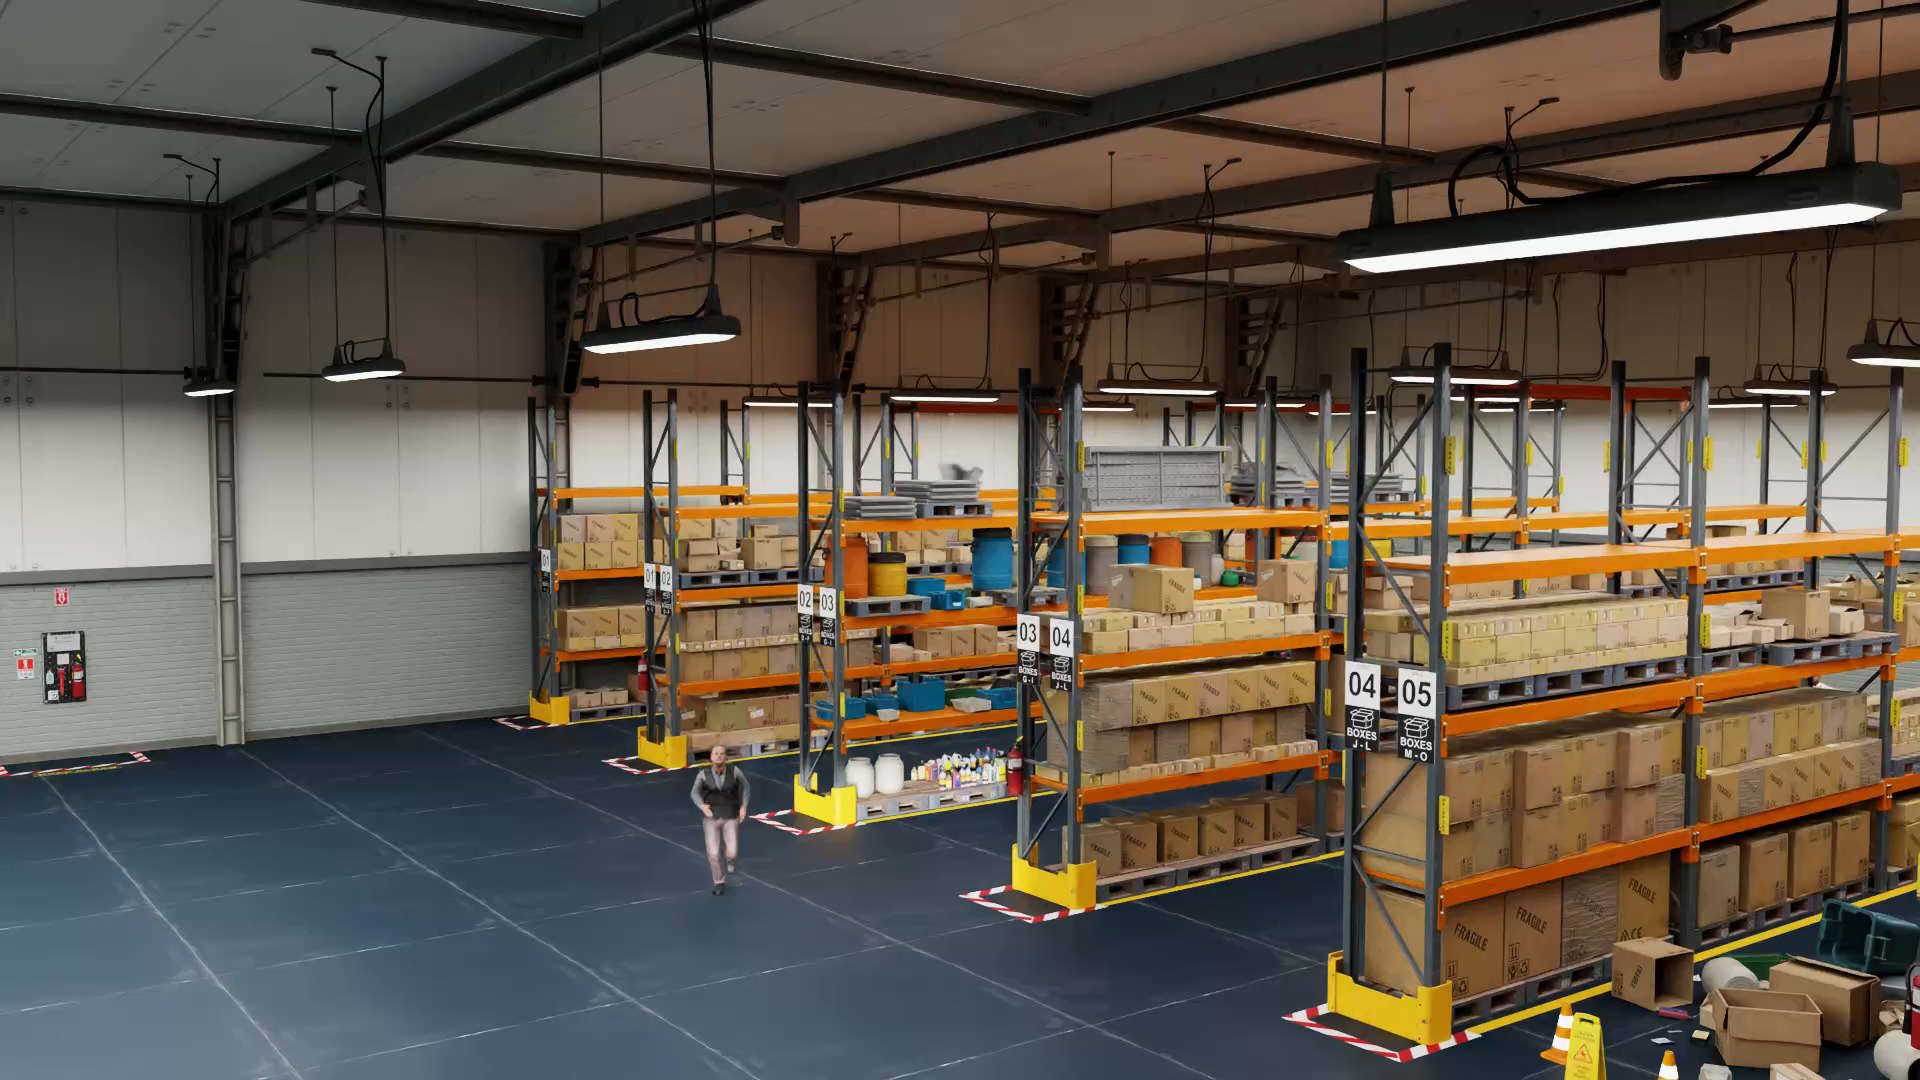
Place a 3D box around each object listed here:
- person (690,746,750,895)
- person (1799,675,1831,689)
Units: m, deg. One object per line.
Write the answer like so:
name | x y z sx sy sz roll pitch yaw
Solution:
person | -2.749 3.204 19.113 0.691 1.685 0.583 -1 3 -11
person | 12.986 2.771 25.261 0.939 1.760 0.665 -3 4 -41
